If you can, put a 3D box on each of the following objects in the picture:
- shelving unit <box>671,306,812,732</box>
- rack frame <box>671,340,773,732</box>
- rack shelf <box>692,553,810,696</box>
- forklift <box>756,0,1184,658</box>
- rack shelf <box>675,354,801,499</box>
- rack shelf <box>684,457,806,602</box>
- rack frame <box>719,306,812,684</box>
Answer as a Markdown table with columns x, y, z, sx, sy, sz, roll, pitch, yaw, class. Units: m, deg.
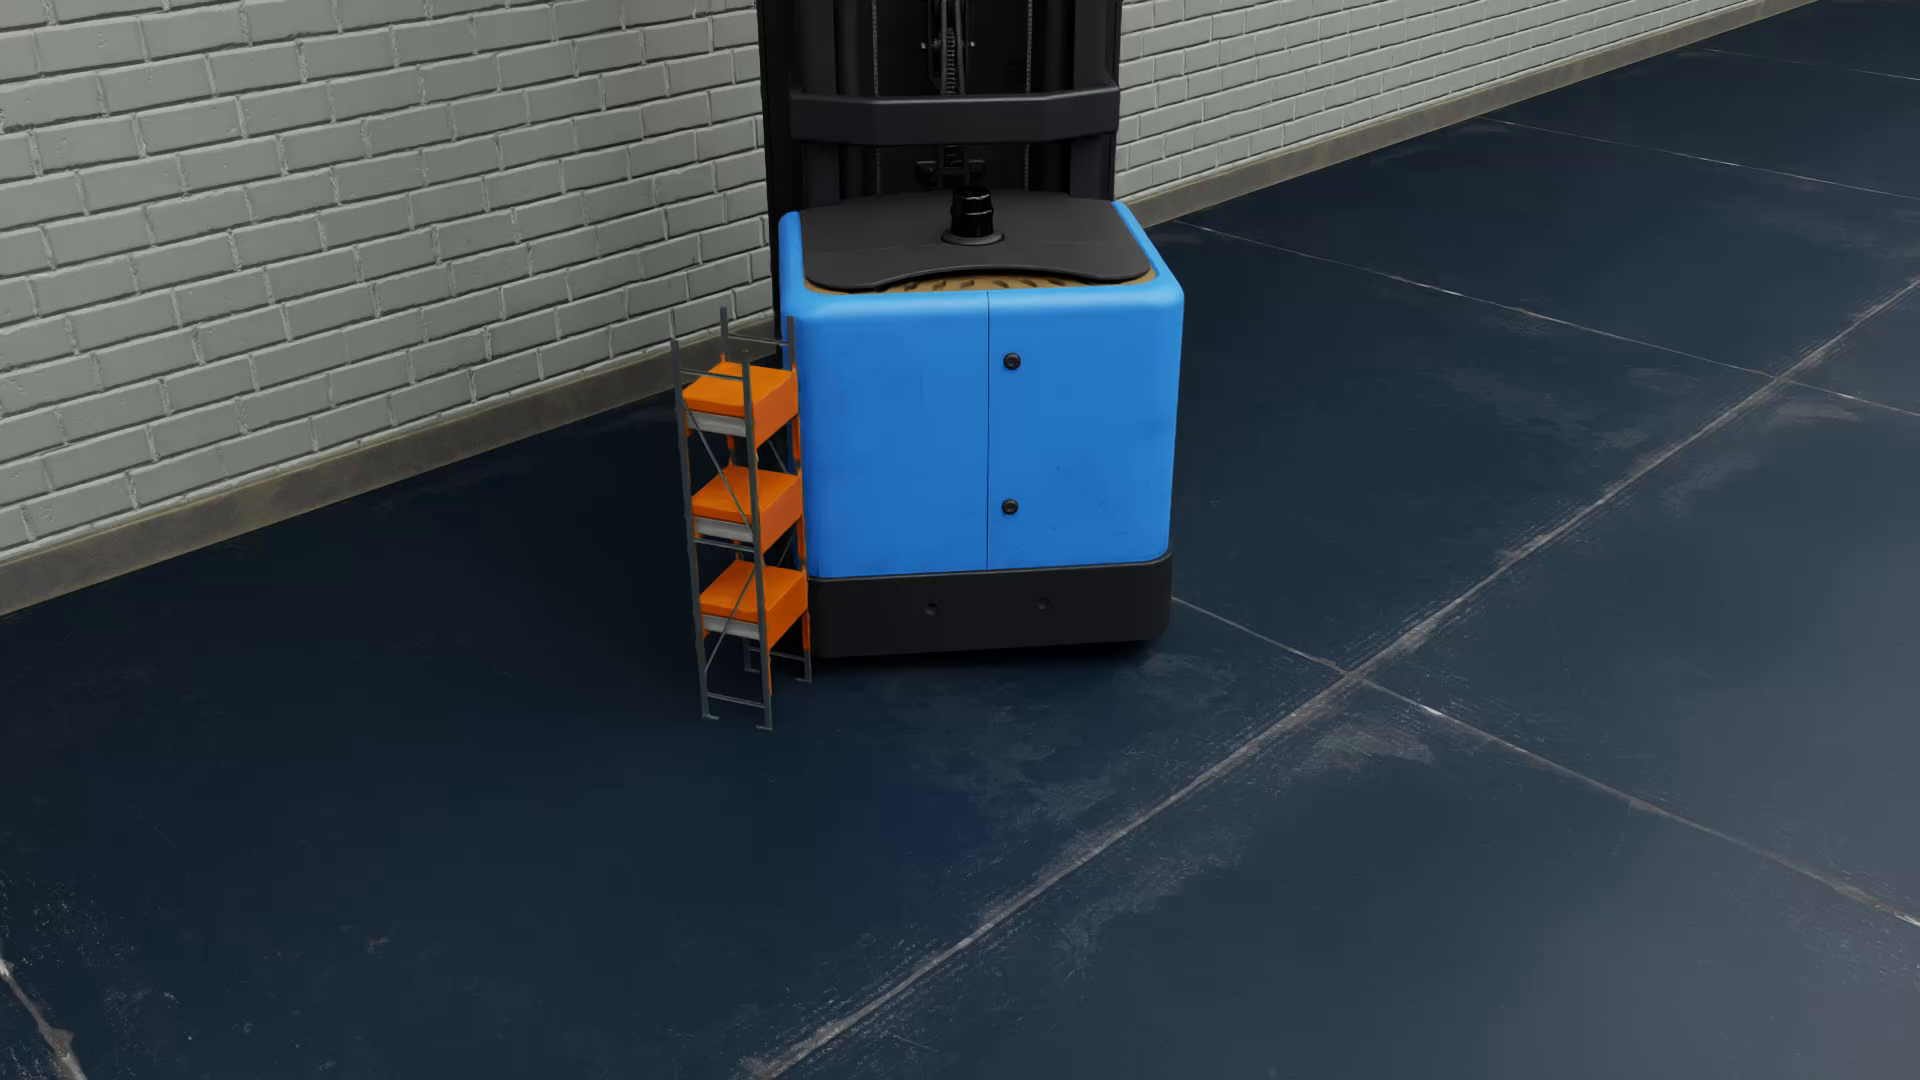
| x | y | z | sx | sy | sz | roll | pitch | yaw | class |
| --- | --- | --- | --- | --- | --- | --- | --- | --- | --- |
| -0.538 | -0.039 | 4.196 | 0.215 | 1.050 | 0.252 | 10 | 29 | 18 | shelving unit |
| -0.581 | 0.014 | 4.095 | 0.200 | 1.050 | 0.008 | 10 | 29 | 18 | rack frame |
| -0.539 | 0.216 | 4.330 | 0.215 | 0.259 | 0.240 | 10 | 29 | 18 | rack shelf |
| -0.088 | -1.636 | 5.212 | 1.130 | 2.935 | 3.031 | -3 | 28 | -5 | forklift |
| -0.538 | -0.281 | 4.069 | 0.215 | 0.259 | 0.240 | 10 | 29 | 18 | rack shelf |
| -0.538 | -0.030 | 4.201 | 0.215 | 0.259 | 0.240 | 10 | 29 | 18 | rack shelf |
| -0.496 | -0.092 | 4.297 | 0.200 | 1.050 | 0.008 | 10 | 29 | 18 | rack frame |
